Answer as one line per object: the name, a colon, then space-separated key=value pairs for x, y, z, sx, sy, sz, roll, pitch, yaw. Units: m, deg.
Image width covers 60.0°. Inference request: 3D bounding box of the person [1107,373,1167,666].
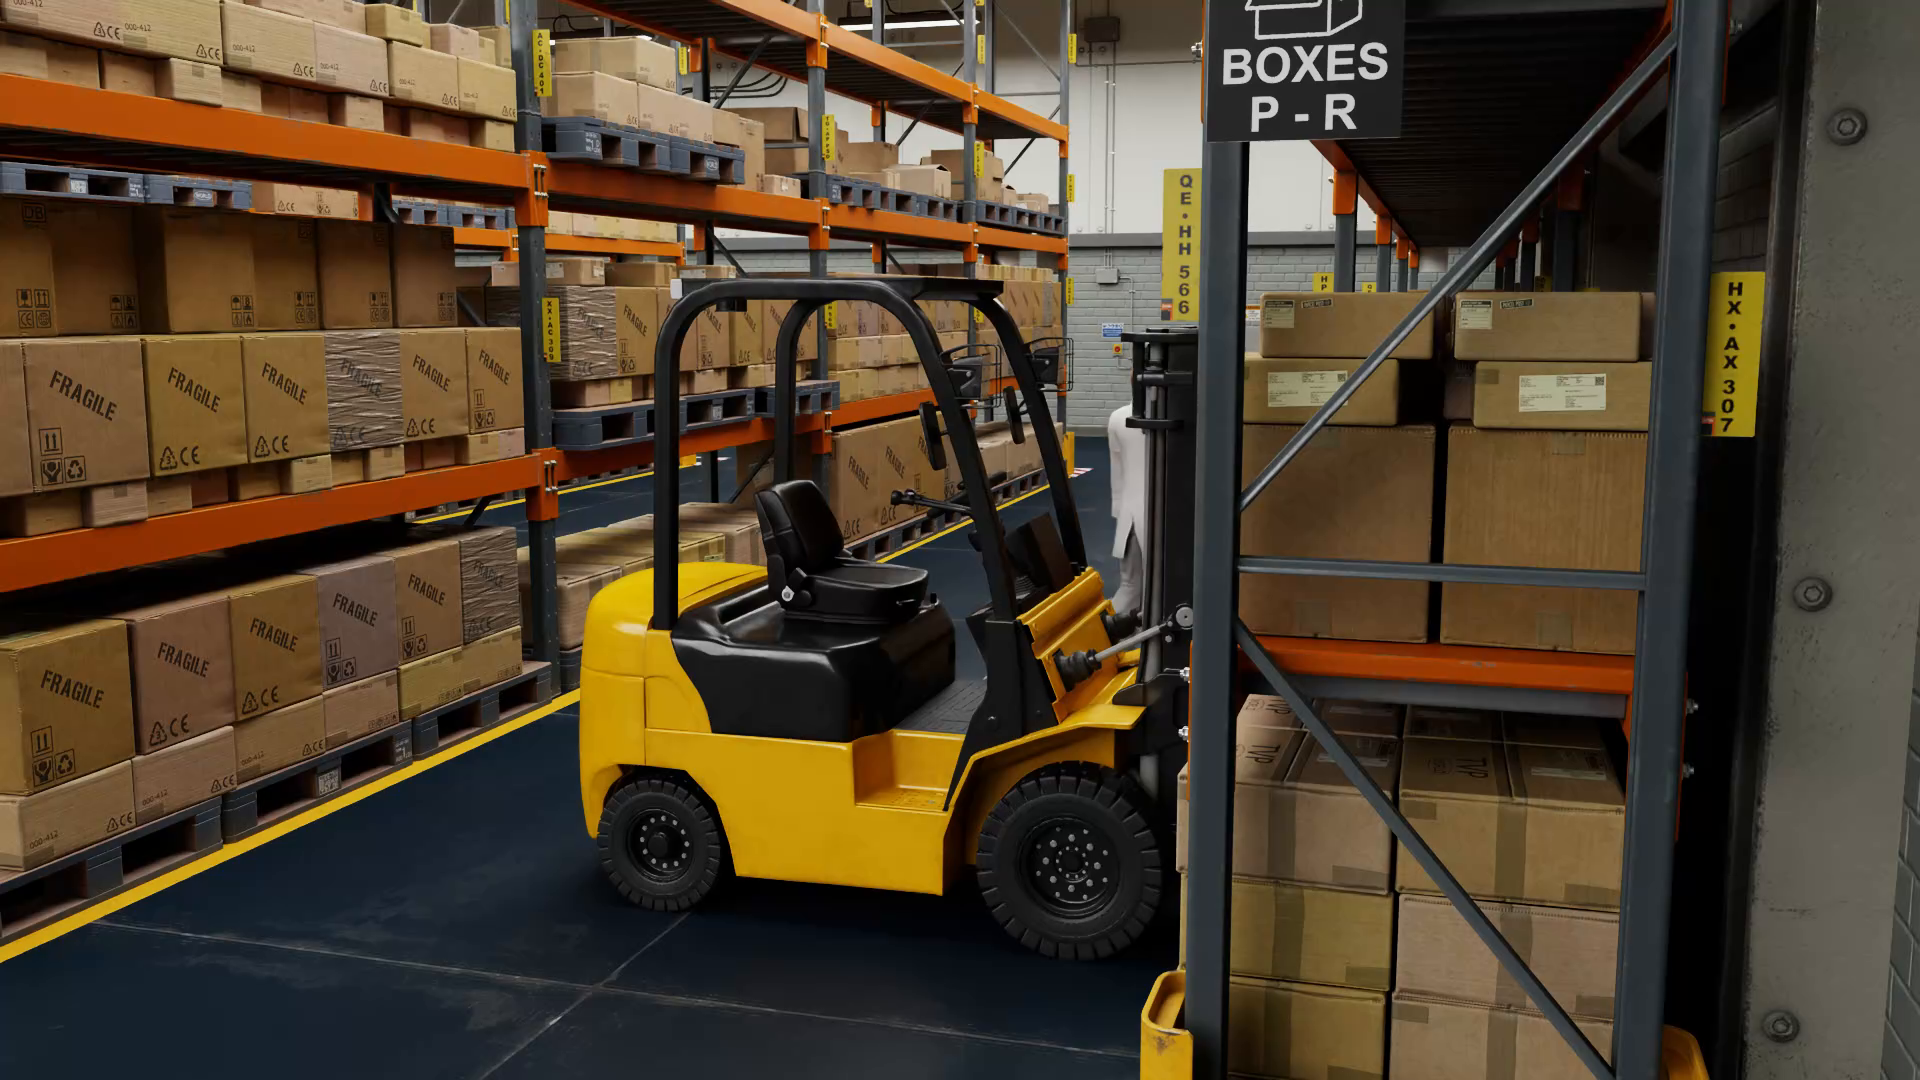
person: x=1.098 y=-0.107 z=9.105 sx=0.765 sy=1.773 sz=0.611 roll=-6 pitch=10 yaw=-36
